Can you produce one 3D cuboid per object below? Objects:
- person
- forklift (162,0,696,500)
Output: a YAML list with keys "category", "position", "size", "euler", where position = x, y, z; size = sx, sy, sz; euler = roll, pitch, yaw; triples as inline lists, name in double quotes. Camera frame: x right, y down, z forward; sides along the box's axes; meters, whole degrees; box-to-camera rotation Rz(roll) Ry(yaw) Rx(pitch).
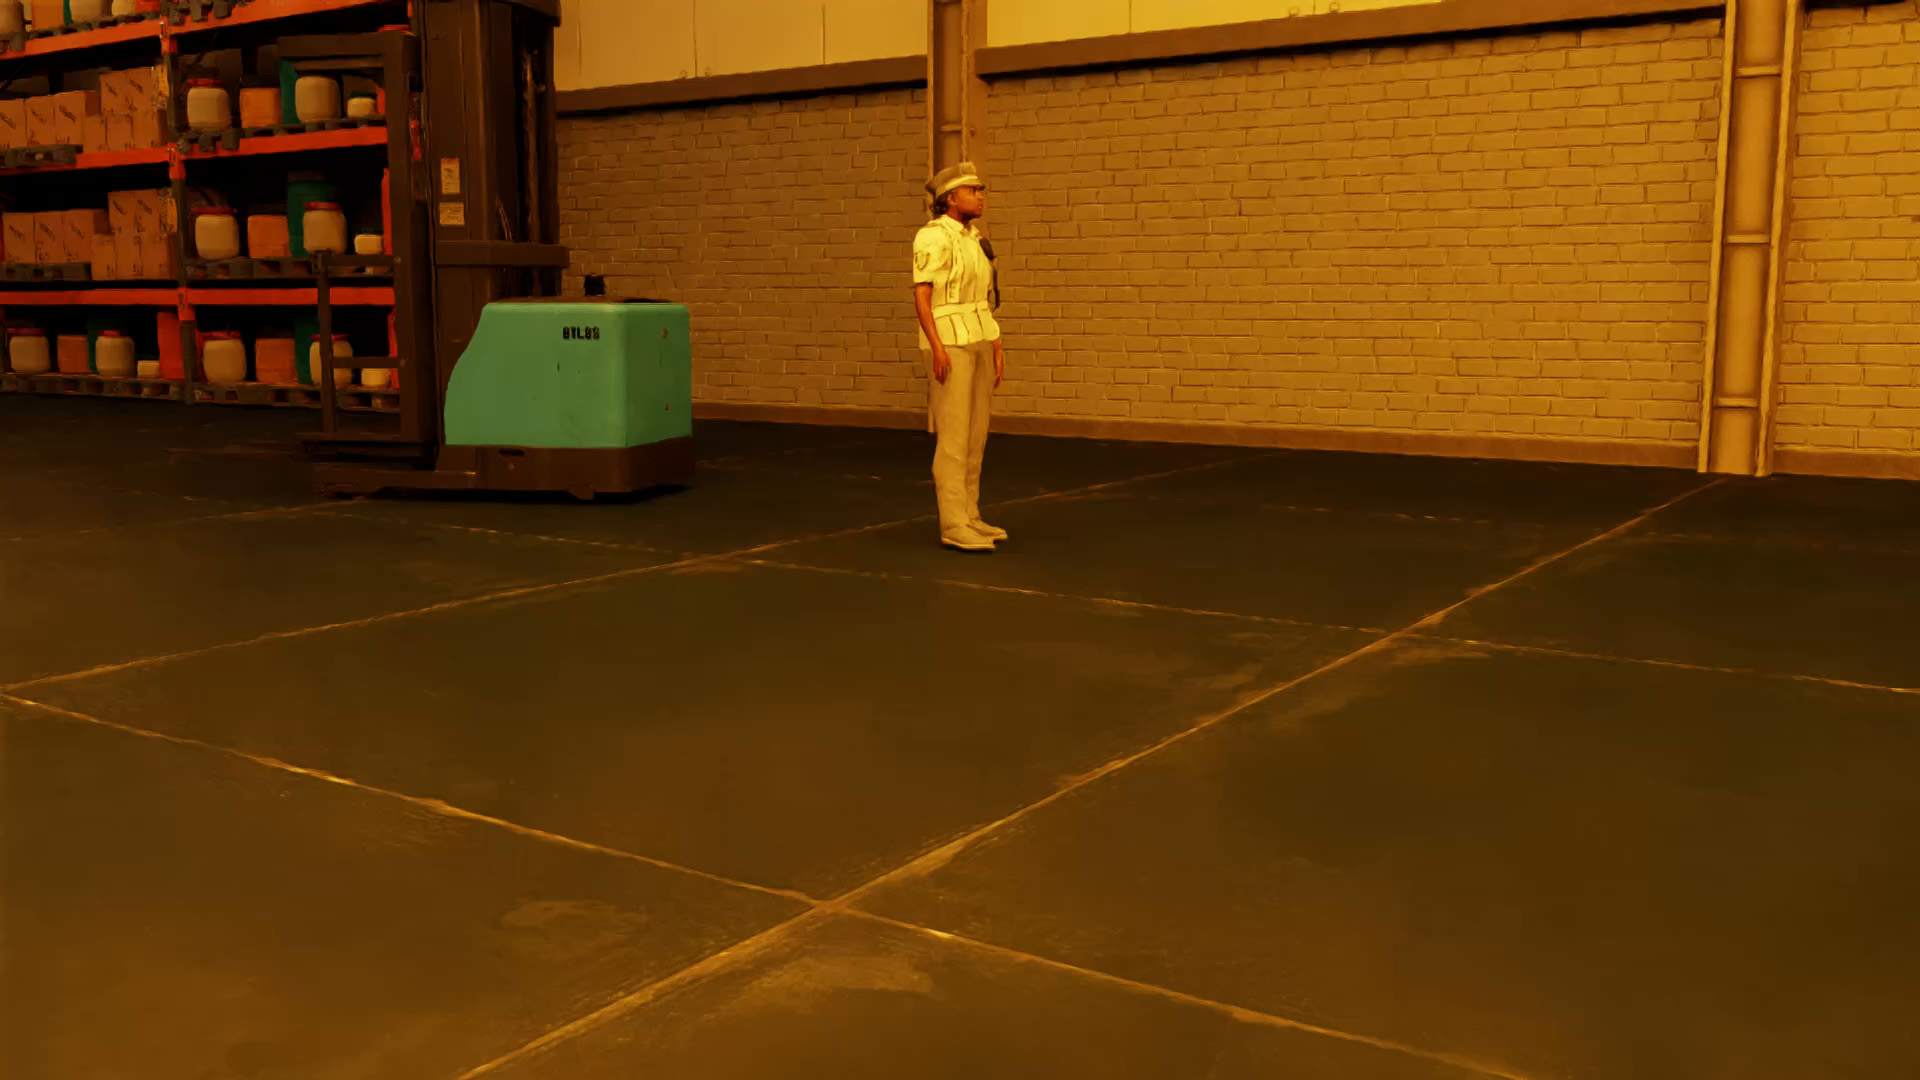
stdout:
- category: "person"
  position: [0.051, -0.837, 7.426]
  size: [0.529, 1.693, 0.570]
  euler: [5, 10, 34]
- category: "forklift"
  position: [-3.126, -1.752, 9.513]
  size: [3.031, 2.935, 1.130]
  euler: [2, 8, 14]
